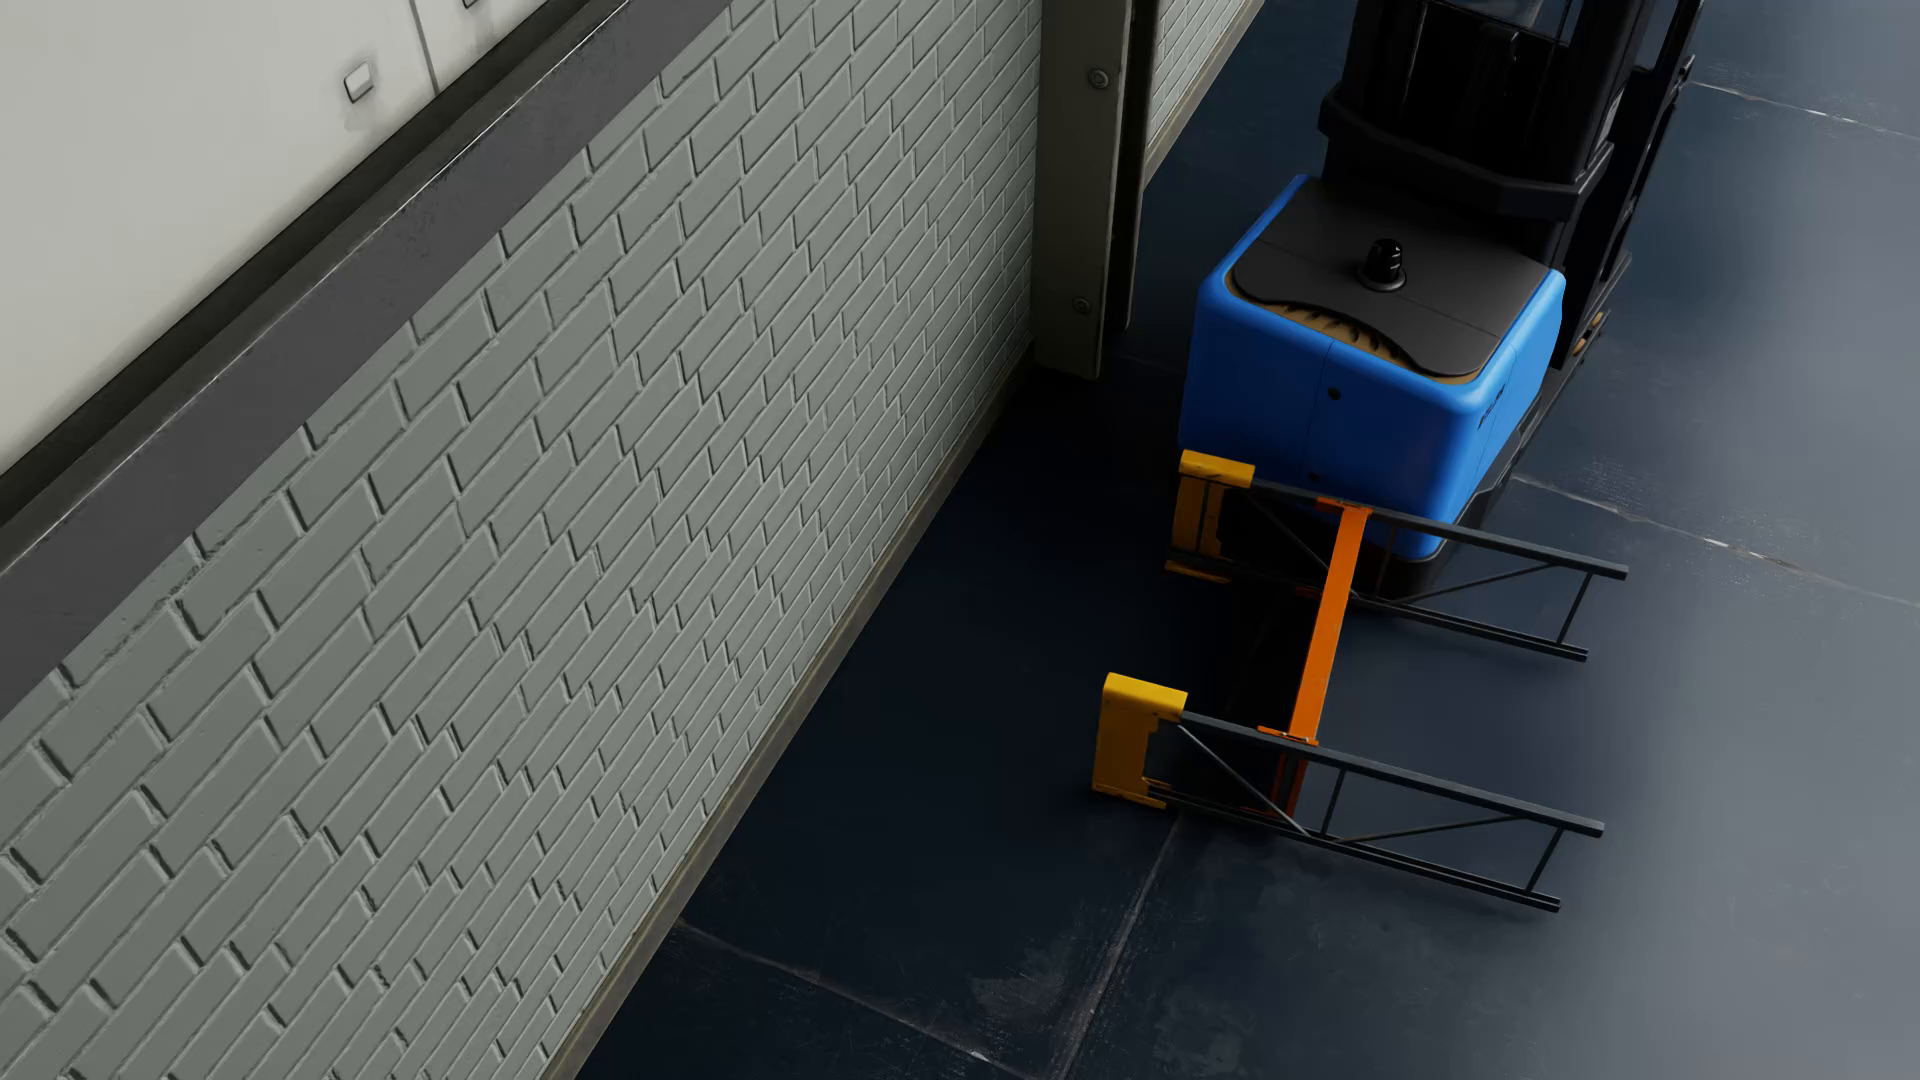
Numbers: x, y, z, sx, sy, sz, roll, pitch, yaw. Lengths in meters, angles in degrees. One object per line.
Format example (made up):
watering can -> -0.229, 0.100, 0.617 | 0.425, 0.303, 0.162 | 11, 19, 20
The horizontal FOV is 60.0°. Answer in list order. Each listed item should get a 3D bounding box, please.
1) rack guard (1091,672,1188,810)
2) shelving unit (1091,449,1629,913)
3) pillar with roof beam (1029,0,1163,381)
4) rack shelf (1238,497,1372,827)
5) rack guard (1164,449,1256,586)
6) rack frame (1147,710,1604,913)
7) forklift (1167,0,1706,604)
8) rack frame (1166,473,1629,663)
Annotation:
rack guard -> 0.566, 0.647, 5.297 | 0.250, 0.587, 0.087 | 14, 51, 12
shelving unit -> 1.317, 0.438, 5.475 | 1.500, 0.587, 1.083 | 14, 51, 12
pillar with roof beam -> 4.388, -2.351, 2.342 | 9.100, 9.000, 0.400 | 20, 52, 16
rack shelf -> 1.143, 0.401, 5.506 | 0.185, 0.538, 1.000 | 14, 51, 12
rack guard -> 0.881, -0.073, 5.909 | 0.250, 0.587, 0.087 | 14, 51, 12
rack frame -> 1.153, 0.812, 5.157 | 1.500, 0.500, 0.032 | 14, 51, 12
forklift -> 2.032, -1.816, 5.871 | 1.130, 2.935, 3.031 | 27, 55, 21
rack frame -> 1.475, 0.077, 5.782 | 1.500, 0.500, 0.032 | 14, 51, 12
